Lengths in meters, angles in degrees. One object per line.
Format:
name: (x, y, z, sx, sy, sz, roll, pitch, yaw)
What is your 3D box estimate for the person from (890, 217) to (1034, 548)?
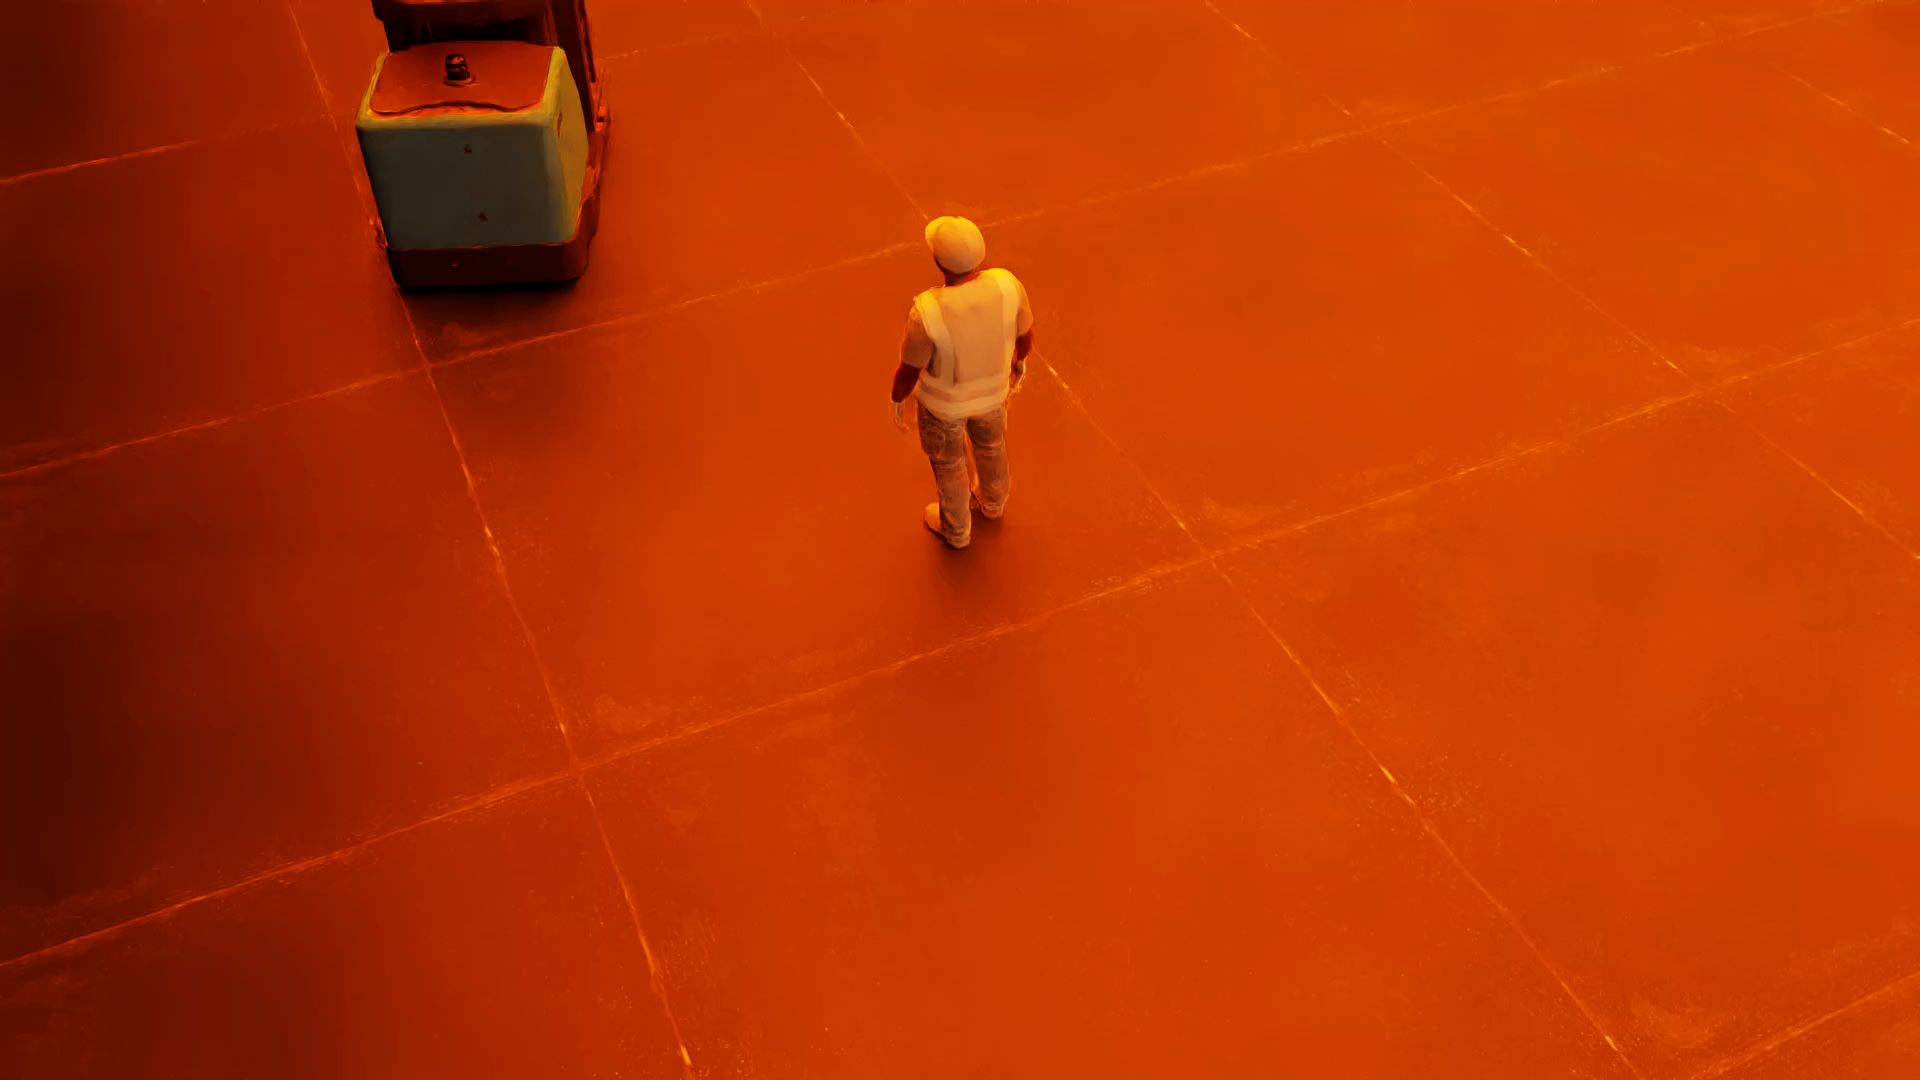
person: (-0.023, -0.704, 7.266, 0.655, 1.782, 0.576, -18, 46, -18)

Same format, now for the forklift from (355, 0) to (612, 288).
forklift: (-2.756, -3.472, 9.401, 1.130, 2.935, 3.031, -3, 43, -4)
